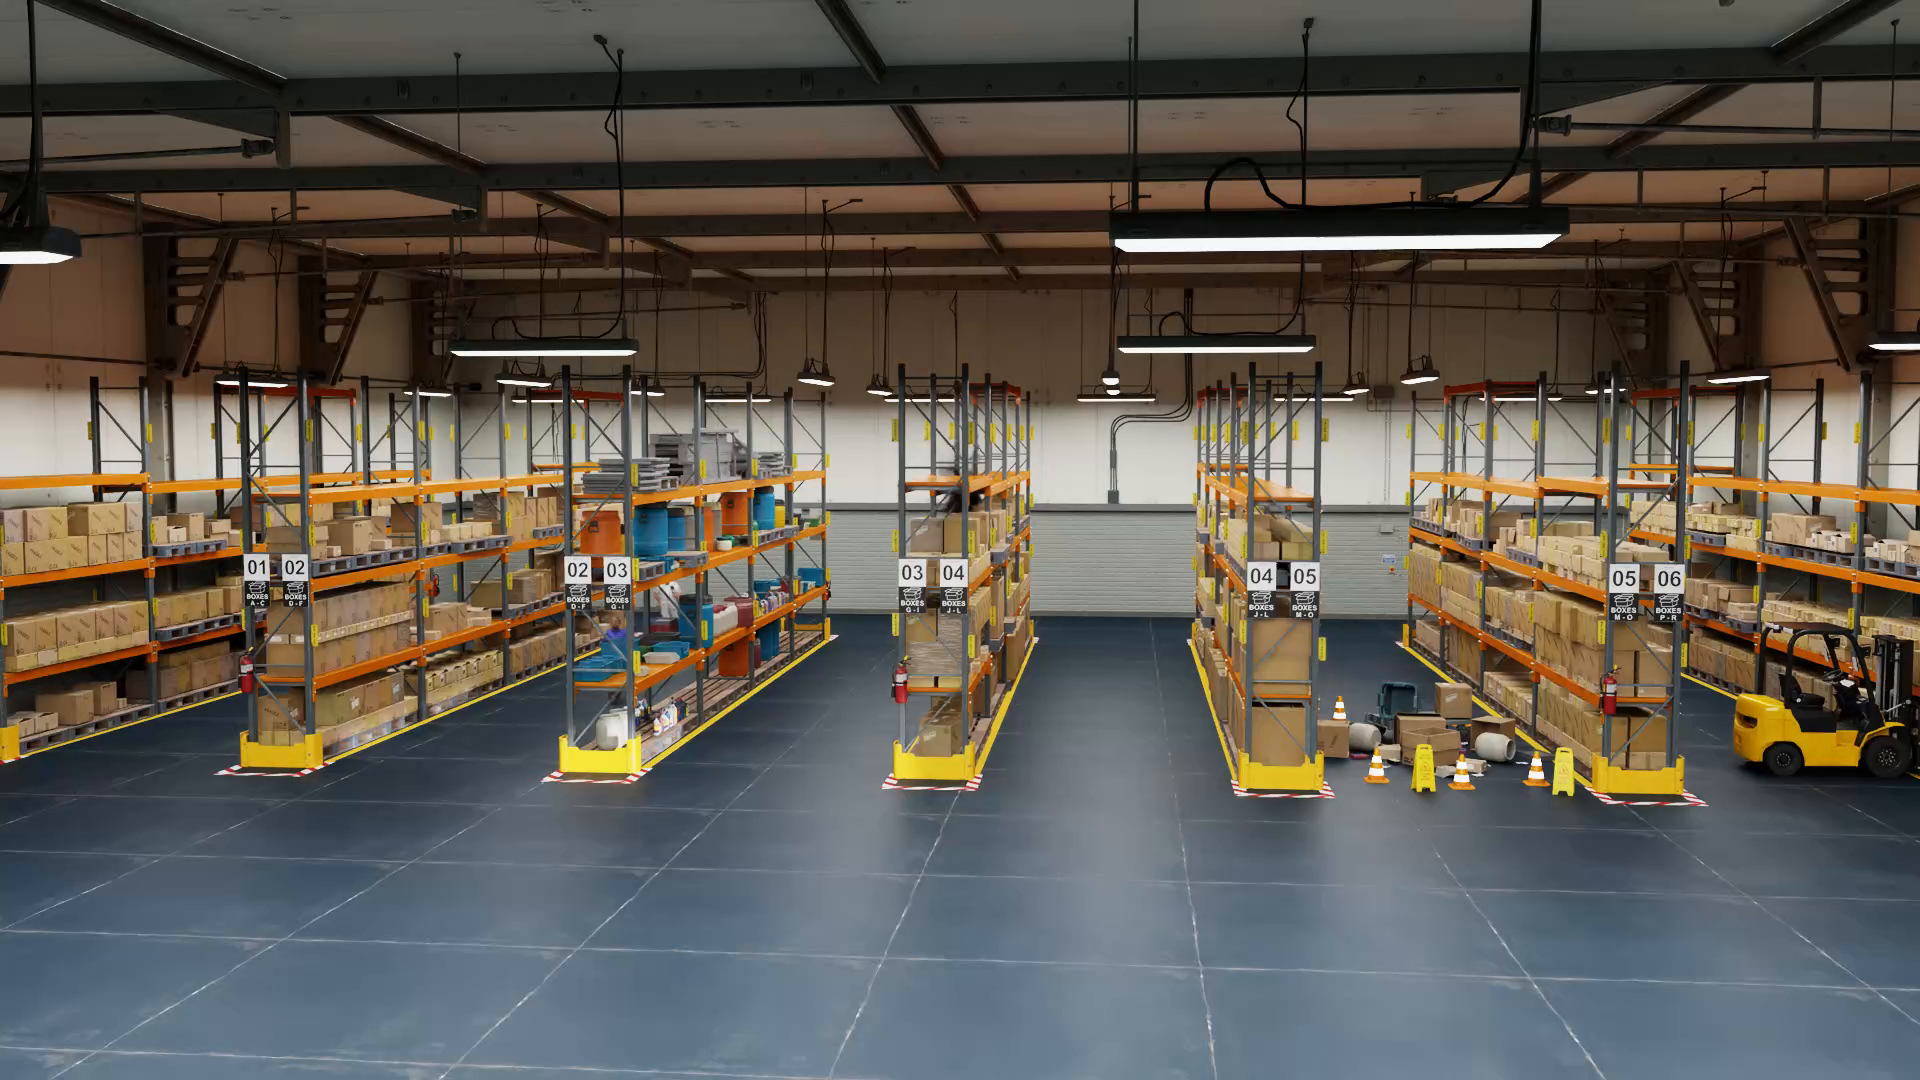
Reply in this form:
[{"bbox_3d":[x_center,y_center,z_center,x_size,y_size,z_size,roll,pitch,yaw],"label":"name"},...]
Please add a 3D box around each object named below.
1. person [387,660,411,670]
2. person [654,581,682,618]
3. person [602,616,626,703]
[{"bbox_3d":[-11.352,2.020,33.513,0.648,1.625,0.899,1,4,9],"label":"person"},{"bbox_3d":[-6.920,1.612,39.378,0.672,1.807,0.764,-1,4,-8],"label":"person"},{"bbox_3d":[-6.370,2.215,30.653,0.542,1.619,0.618,0,4,-2],"label":"person"}]
